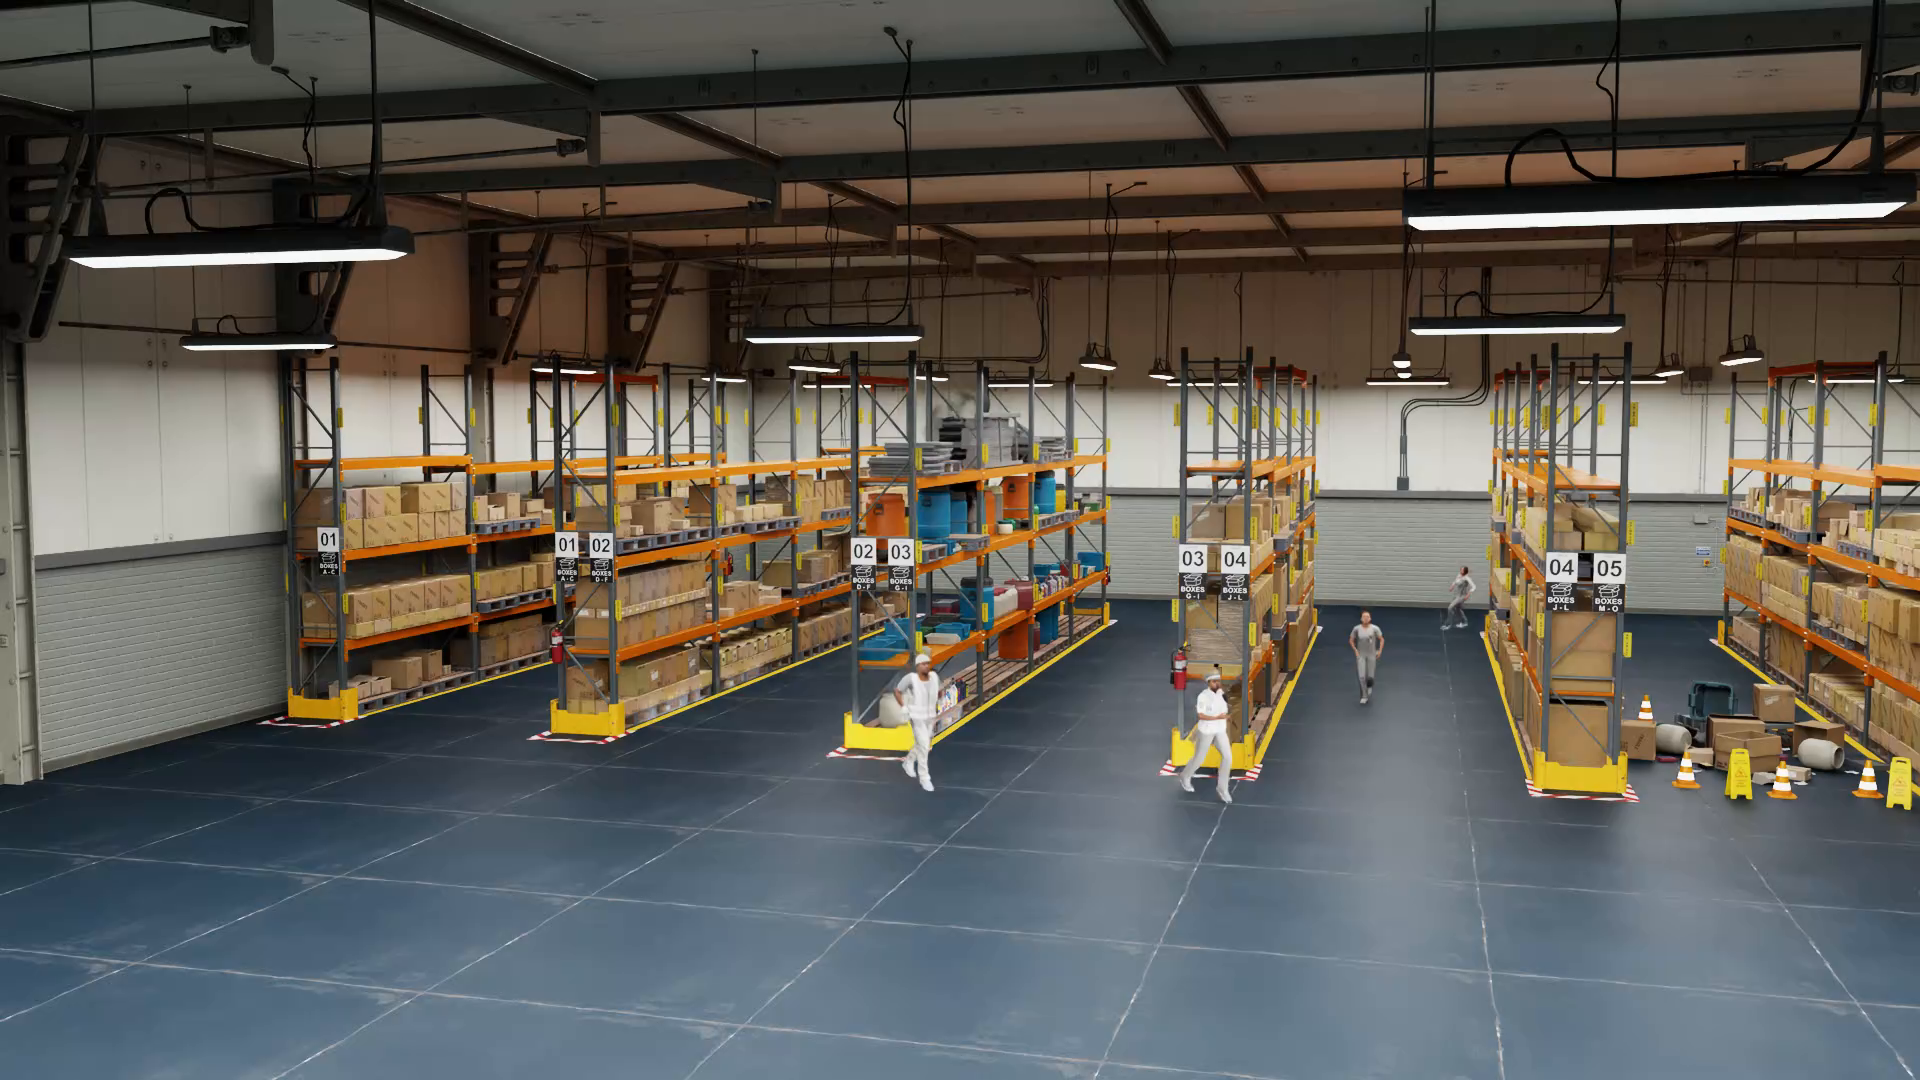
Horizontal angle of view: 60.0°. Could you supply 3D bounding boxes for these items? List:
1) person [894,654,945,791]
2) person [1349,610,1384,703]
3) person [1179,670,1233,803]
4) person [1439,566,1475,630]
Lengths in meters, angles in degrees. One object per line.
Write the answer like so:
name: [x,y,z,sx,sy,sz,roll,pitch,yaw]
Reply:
person: [-0.534,2.440,22.685,0.673,1.819,0.855,-3,5,-38]
person: [7.163,2.042,29.329,0.595,1.629,0.592,1,4,13]
person: [3.298,2.554,21.925,0.586,1.747,0.893,-2,5,-29]
person: [11.697,1.361,39.192,0.726,1.547,0.657,0,4,0]
